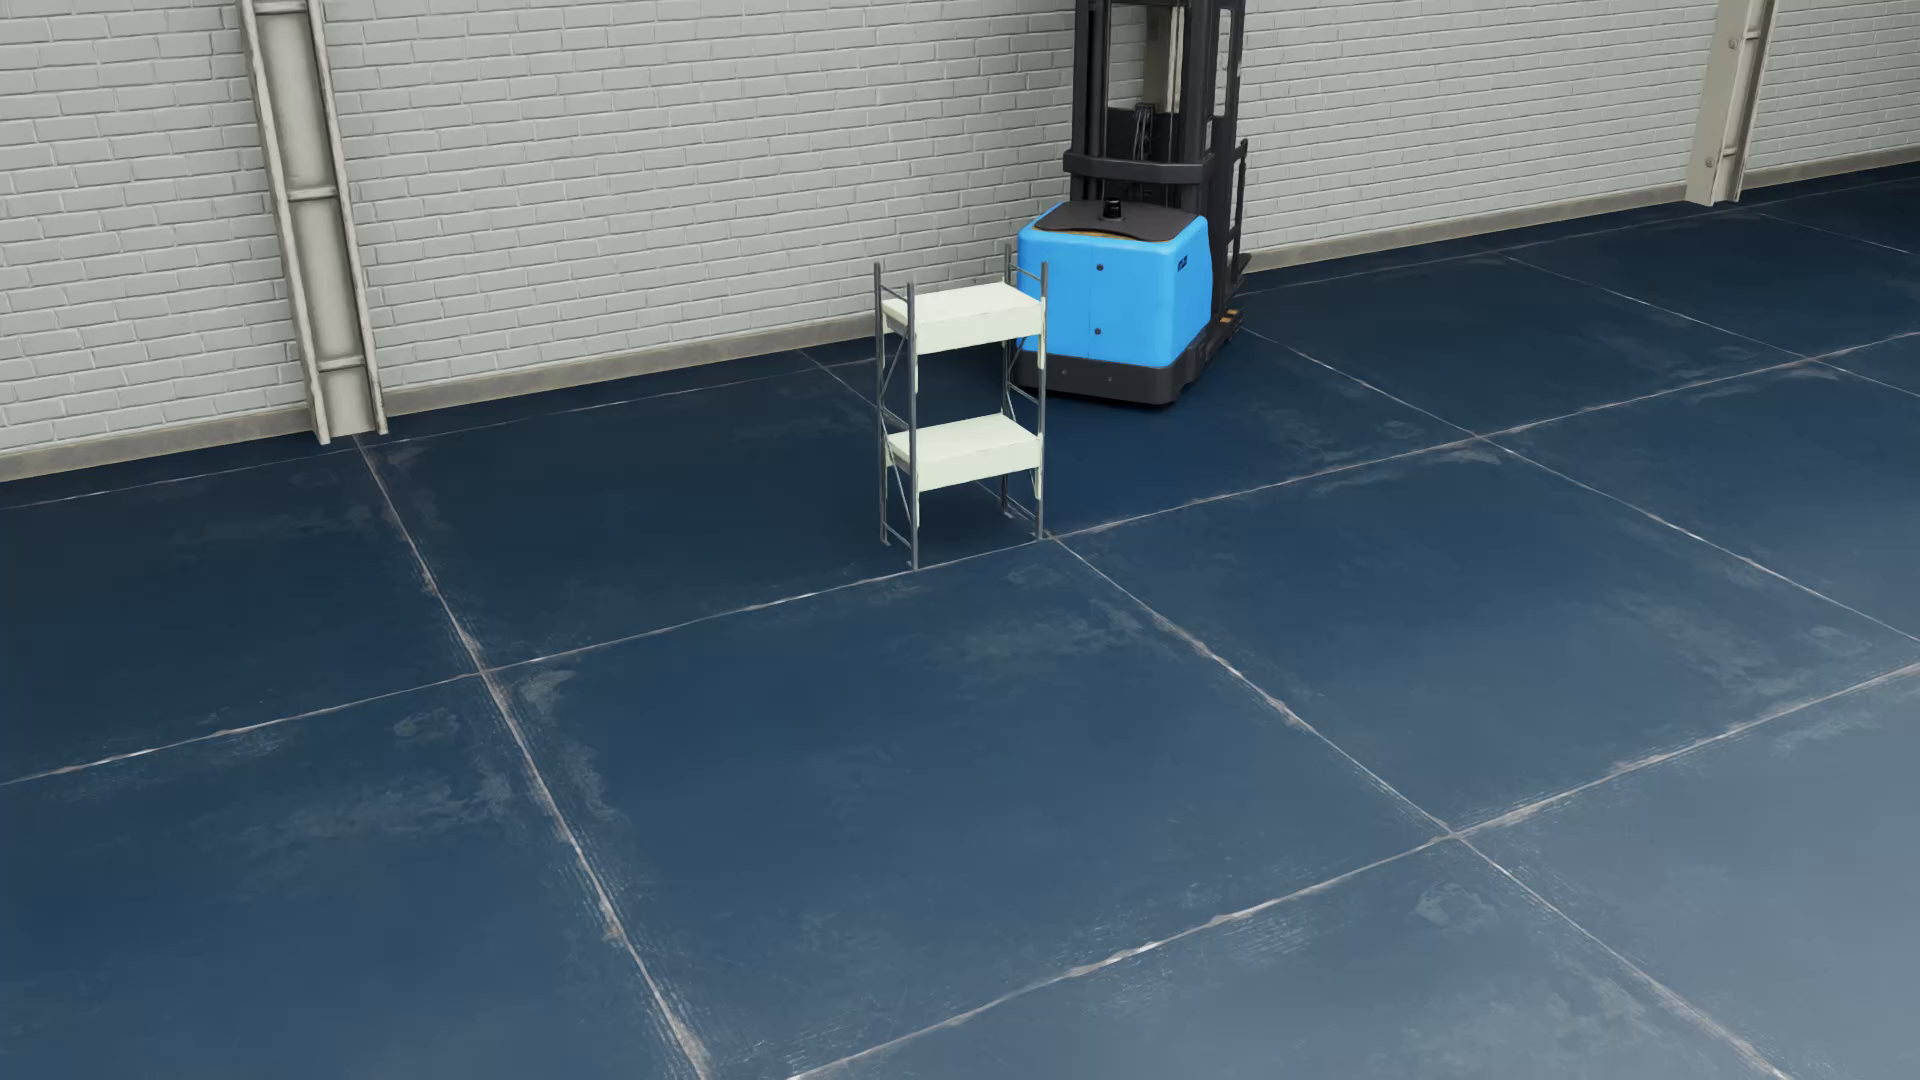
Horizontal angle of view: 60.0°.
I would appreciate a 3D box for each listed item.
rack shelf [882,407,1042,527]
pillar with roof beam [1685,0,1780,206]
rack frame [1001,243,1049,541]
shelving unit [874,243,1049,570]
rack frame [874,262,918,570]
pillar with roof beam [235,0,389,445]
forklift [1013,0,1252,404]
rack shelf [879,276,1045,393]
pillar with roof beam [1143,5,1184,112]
[{"bbox_3d":[0.006,-0.384,8.569,0.720,0.370,0.431,-13,29,-25],"label":"rack shelf"},{"bbox_3d":[8.896,-5.524,9.859,0.400,9.000,9.100,-13,29,-25],"label":"pillar with roof beam"},{"bbox_3d":[0.329,-0.752,8.583,0.023,1.500,0.400,-13,29,-25],"label":"rack frame"},{"bbox_3d":[0.006,-0.677,8.428,0.755,1.500,0.431,-13,29,-25],"label":"shelving unit"},{"bbox_3d":[-0.317,-0.603,8.273,0.023,1.500,0.400,-13,29,-25],"label":"rack frame"},{"bbox_3d":[-1.692,-3.080,4.769,0.400,9.000,9.100,-13,29,-25],"label":"pillar with roof beam"},{"bbox_3d":[1.367,-2.777,11.148,1.130,2.935,3.031,10,27,20],"label":"forklift"},{"bbox_3d":[0.006,-1.029,8.259,0.720,0.370,0.431,-13,29,-25],"label":"rack shelf"},{"bbox_3d":[3.602,-4.302,7.314,0.400,9.000,9.100,-13,29,-25],"label":"pillar with roof beam"}]
